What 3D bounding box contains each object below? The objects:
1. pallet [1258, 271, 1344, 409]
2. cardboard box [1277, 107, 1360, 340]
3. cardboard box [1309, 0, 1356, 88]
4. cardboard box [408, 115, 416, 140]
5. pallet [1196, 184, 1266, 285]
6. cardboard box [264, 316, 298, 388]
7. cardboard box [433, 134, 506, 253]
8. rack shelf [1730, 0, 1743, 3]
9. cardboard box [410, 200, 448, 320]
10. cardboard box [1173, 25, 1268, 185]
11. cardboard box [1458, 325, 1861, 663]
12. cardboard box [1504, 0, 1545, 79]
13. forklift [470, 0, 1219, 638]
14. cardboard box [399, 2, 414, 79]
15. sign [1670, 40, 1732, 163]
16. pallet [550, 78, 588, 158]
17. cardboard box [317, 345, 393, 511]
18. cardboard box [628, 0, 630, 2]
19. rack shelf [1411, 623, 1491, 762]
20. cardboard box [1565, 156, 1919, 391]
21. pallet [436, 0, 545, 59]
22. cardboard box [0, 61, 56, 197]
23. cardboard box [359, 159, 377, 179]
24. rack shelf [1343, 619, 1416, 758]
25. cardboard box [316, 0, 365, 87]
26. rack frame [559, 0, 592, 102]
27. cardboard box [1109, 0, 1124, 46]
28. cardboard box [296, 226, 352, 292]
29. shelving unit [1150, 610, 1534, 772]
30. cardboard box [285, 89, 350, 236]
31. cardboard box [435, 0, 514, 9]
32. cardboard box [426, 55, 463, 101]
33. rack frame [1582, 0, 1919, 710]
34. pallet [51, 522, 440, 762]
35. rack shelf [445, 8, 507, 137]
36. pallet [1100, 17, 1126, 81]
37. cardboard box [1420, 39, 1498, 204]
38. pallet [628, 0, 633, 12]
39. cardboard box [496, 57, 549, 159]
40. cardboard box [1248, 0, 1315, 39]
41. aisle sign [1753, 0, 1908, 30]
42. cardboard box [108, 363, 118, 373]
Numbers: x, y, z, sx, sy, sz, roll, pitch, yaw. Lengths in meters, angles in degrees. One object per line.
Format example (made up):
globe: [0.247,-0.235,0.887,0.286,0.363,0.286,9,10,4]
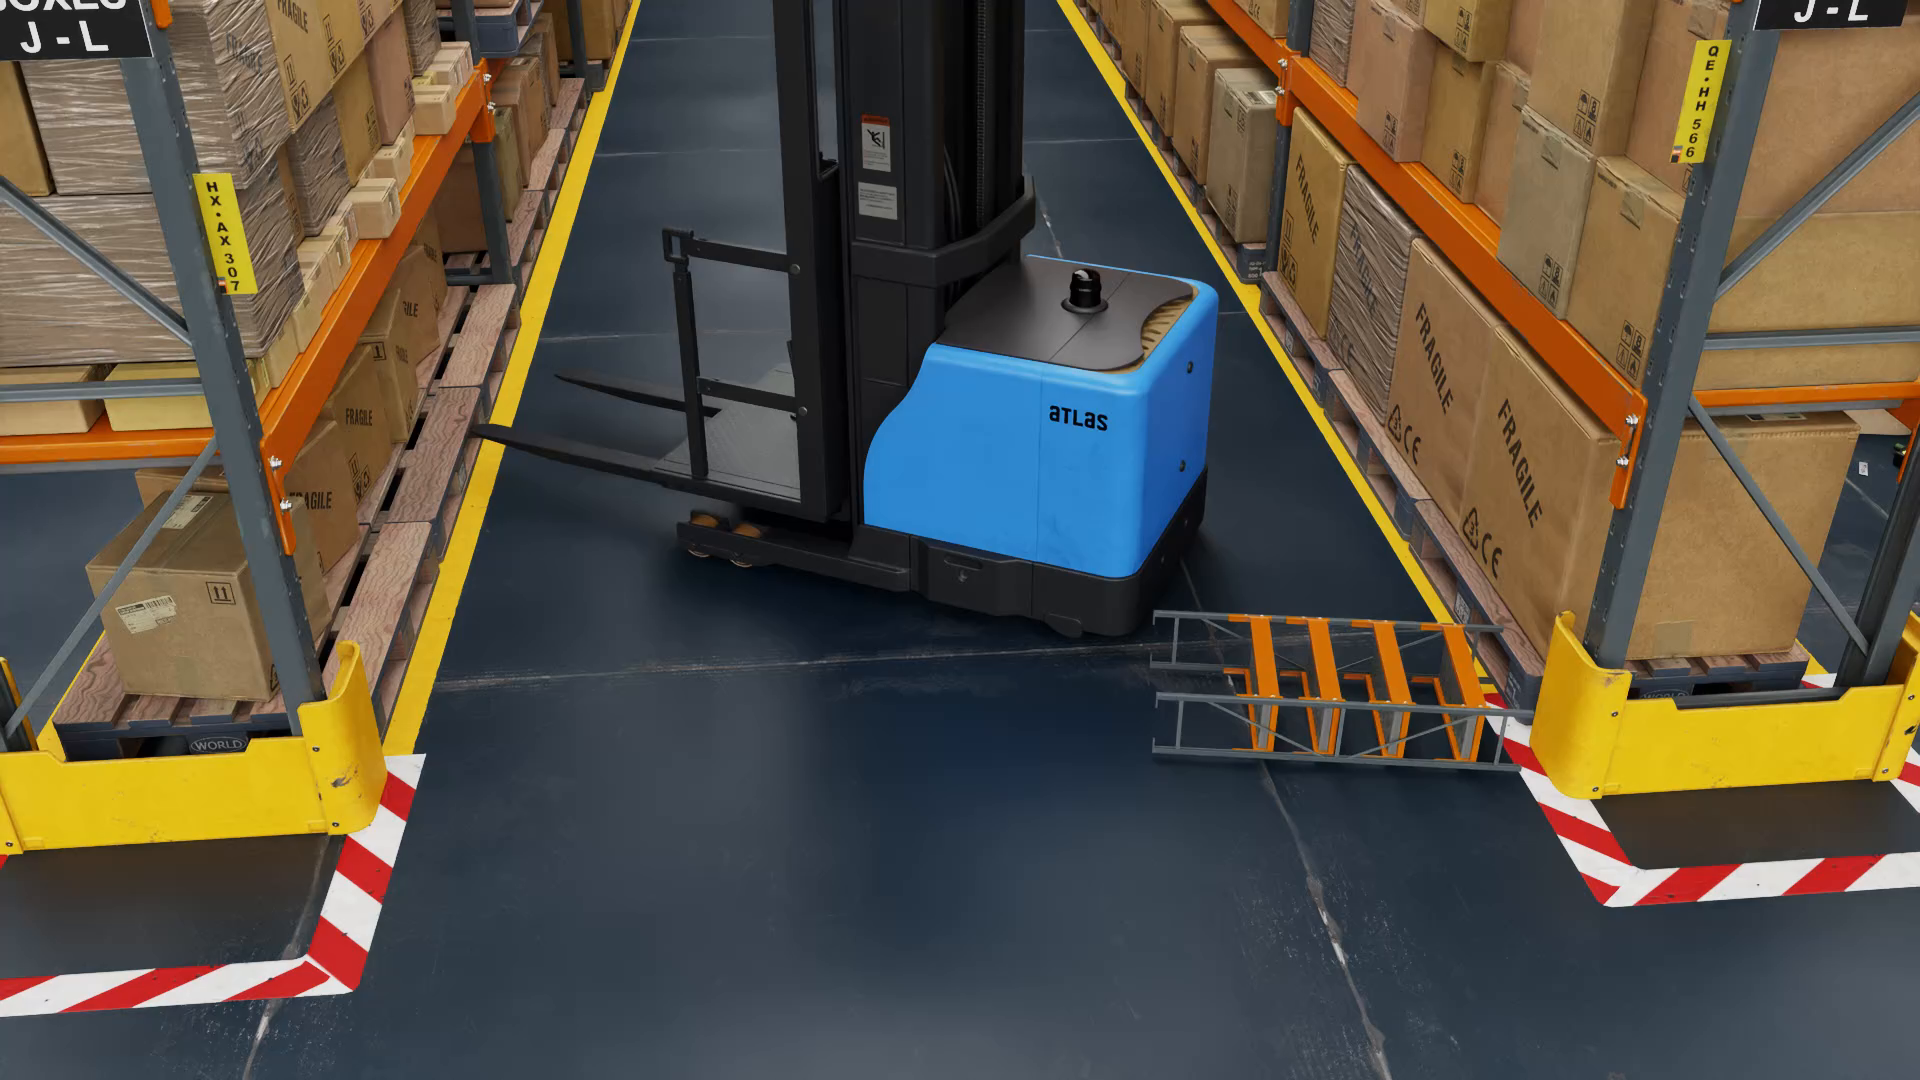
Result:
pallet: [2.124,-1.031,8.270,1.003,0.211,1.213,-3,31,-5]
cardboard box: [2.120,-1.564,8.106,0.875,0.875,0.875,-2,31,-4]
cardboard box: [2.177,-2.497,7.859,0.875,0.550,0.550,-3,31,-5]
cardboard box: [-2.500,-1.716,6.942,0.380,0.149,0.250,-3,31,-5]
pallet: [1.984,-1.813,9.580,1.003,0.211,1.213,-3,31,-5]
cardboard box: [-2.236,-0.570,5.024,0.380,0.149,0.250,-3,31,-5]
cardboard box: [-2.853,-1.864,8.955,0.700,0.500,0.500,-5,31,-8]
rack shelf: [2.318,-2.578,5.917,1.077,0.370,4.000,-3,31,-5]
cardboard box: [-2.819,-1.335,8.088,0.500,0.500,0.500,-4,31,-6]
cardboard box: [1.897,-2.640,10.029,1.050,0.750,0.750,-3,31,-5]
cardboard box: [2.376,-0.189,5.804,0.875,0.875,0.875,-3,31,-4]
cardboard box: [2.448,-1.866,5.750,0.875,0.550,0.550,-3,31,-5]
forklift: [-0.573,-1.385,6.210,3.031,2.935,1.130,12,33,20]
cardboard box: [-2.824,-2.115,6.978,0.875,0.500,0.500,-3,31,-5]
sign: [1.963,-1.158,4.403,0.100,0.325,0.005,-3,31,-5]
pallet: [-3.119,-2.880,11.366,1.003,0.211,1.213,-3,31,-5]
cardboard box: [-2.614,-0.443,6.594,0.500,0.500,0.500,0,31,0]
cardboard box: [-3.400,-5.005,13.866,1.225,0.875,0.875,-4,31,-6]
rack shelf: [1.646,0.517,5.597,0.148,0.258,0.480,2,31,4]
cardboard box: [2.425,-0.830,5.068,0.875,0.550,0.550,-3,31,-5]
pallet: [-2.743,-2.749,8.614,1.003,0.211,1.213,-3,31,-5]
cardboard box: [-2.740,-1.261,4.573,0.500,0.500,0.500,-3,31,-5]
cardboard box: [-2.431,-1.333,6.301,0.380,0.149,0.250,-3,31,-5]
rack shelf: [1.411,0.507,5.614,0.148,0.258,0.480,2,31,4]
cardboard box: [-2.311,-1.797,5.470,0.500,0.500,0.500,-3,31,-5]
rack frame: [-3.190,-4.476,11.319,1.000,3.000,0.127,-3,31,-5]
cardboard box: [1.436,-4.093,12.705,0.500,0.500,0.500,-3,31,-5]
cardboard box: [-2.305,-0.953,5.665,0.380,0.149,0.250,-3,31,-5]
shelving unit: [1.255,0.501,5.625,1.200,0.258,0.503,2,31,4]
cardboard box: [-2.637,-1.352,5.700,0.875,0.500,0.500,-3,31,-5]
cardboard box: [-2.751,-3.284,8.329,1.000,1.000,1.000,-3,31,-4]
cardboard box: [-2.490,-2.103,7.590,0.380,0.149,0.250,-3,31,-5]
rack frame: [2.505,-0.578,4.793,1.000,3.000,0.127,-3,31,-5]
pallet: [-2.491,0.350,5.958,1.003,0.211,1.213,-3,31,-5]
rack shelf: [-3.003,-3.146,9.794,1.077,0.370,4.000,-3,31,-5]
pallet: [1.686,-3.864,13.014,1.003,0.211,1.213,-3,31,-5]
cardboard box: [2.334,-1.670,6.474,0.875,0.550,0.500,-3,31,-5]
pallet: [-3.417,-4.931,14.800,1.003,0.211,1.213,-3,31,-5]
cardboard box: [-2.983,-2.679,10.319,0.700,0.500,0.500,0,31,0]
cardboard box: [1.816,-2.917,8.611,0.500,0.500,0.500,-3,31,-5]
aisle sign: [2.213,-1.644,4.041,0.394,0.787,0.004,-3,31,-5]
cardboard box: [-2.698,-0.547,4.986,0.380,0.149,0.250,-3,31,-5]
